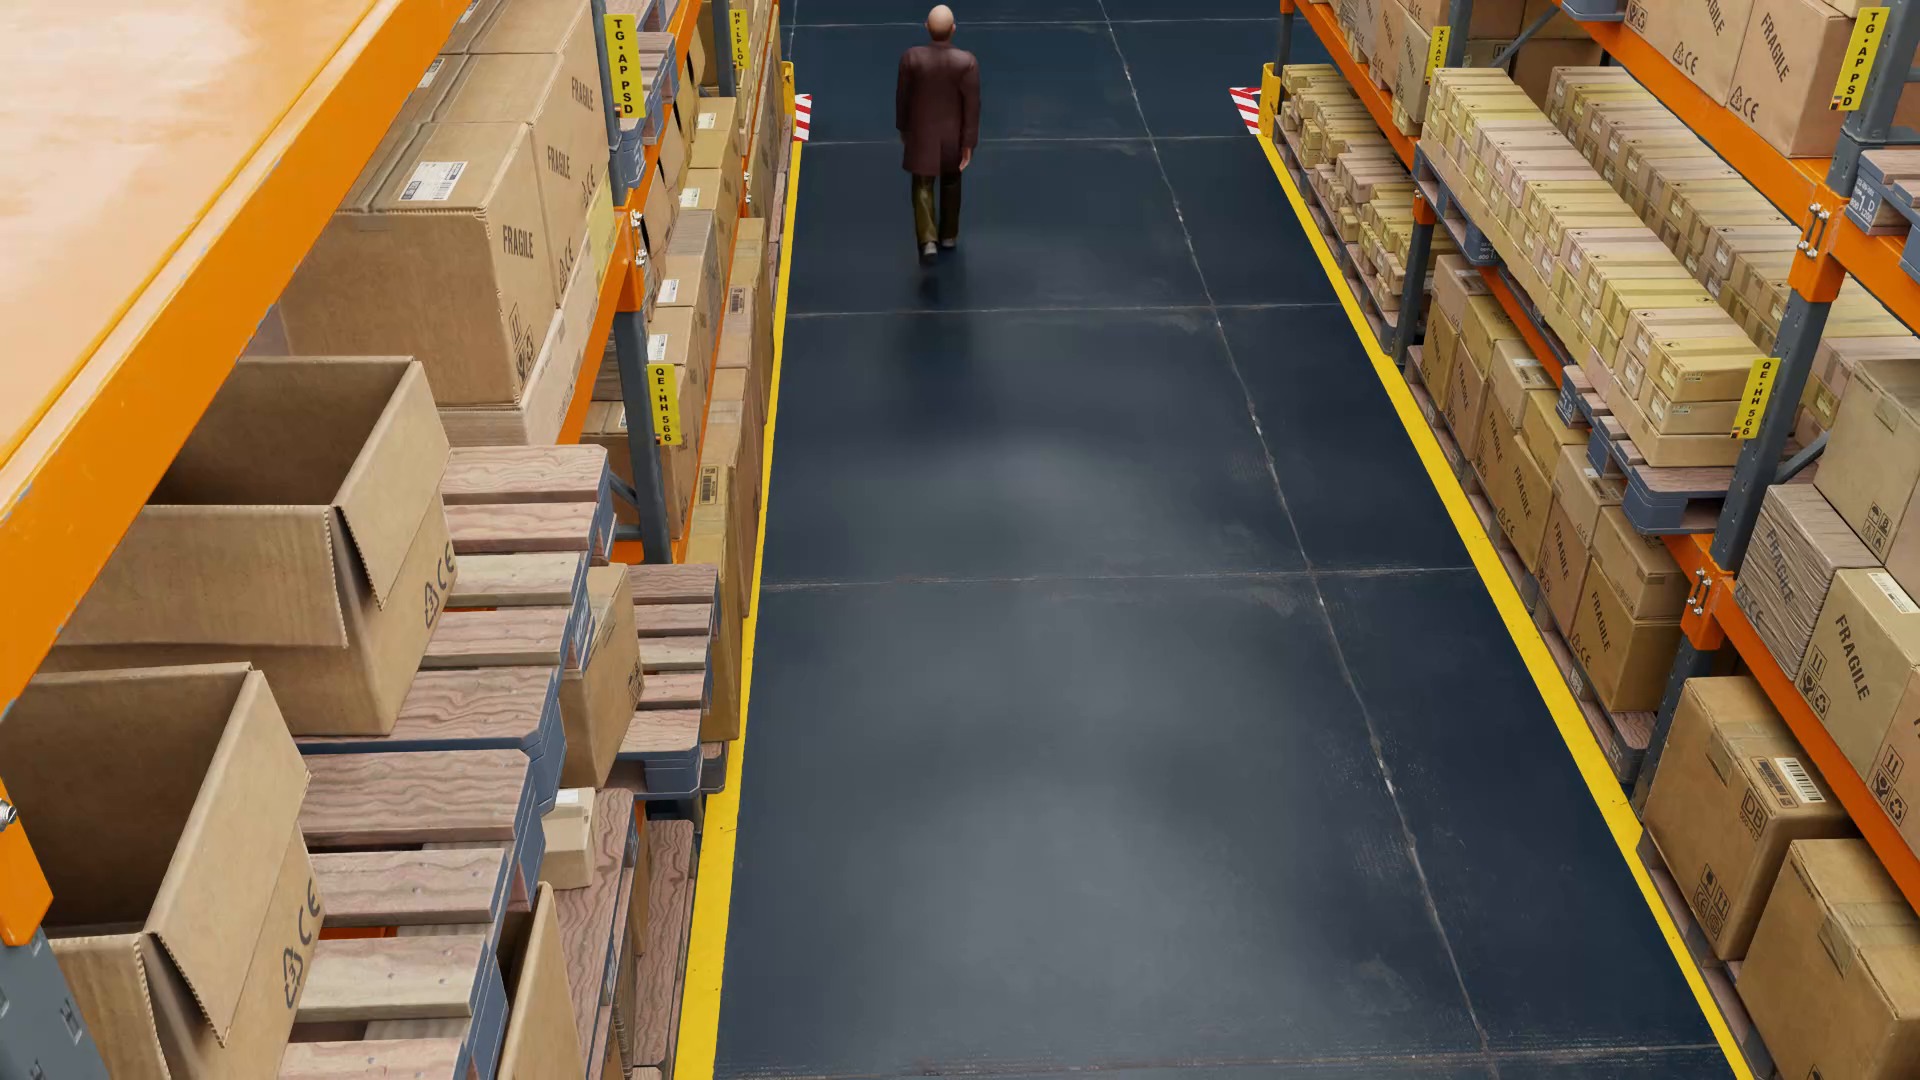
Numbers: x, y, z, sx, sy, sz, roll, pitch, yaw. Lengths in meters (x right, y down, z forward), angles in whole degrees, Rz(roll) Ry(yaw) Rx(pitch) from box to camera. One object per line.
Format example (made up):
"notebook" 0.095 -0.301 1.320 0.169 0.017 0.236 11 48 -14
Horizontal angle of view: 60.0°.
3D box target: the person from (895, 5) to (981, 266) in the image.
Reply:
"person" -0.149 -2.707 11.102 0.556 1.743 0.950 -2 35 -3
